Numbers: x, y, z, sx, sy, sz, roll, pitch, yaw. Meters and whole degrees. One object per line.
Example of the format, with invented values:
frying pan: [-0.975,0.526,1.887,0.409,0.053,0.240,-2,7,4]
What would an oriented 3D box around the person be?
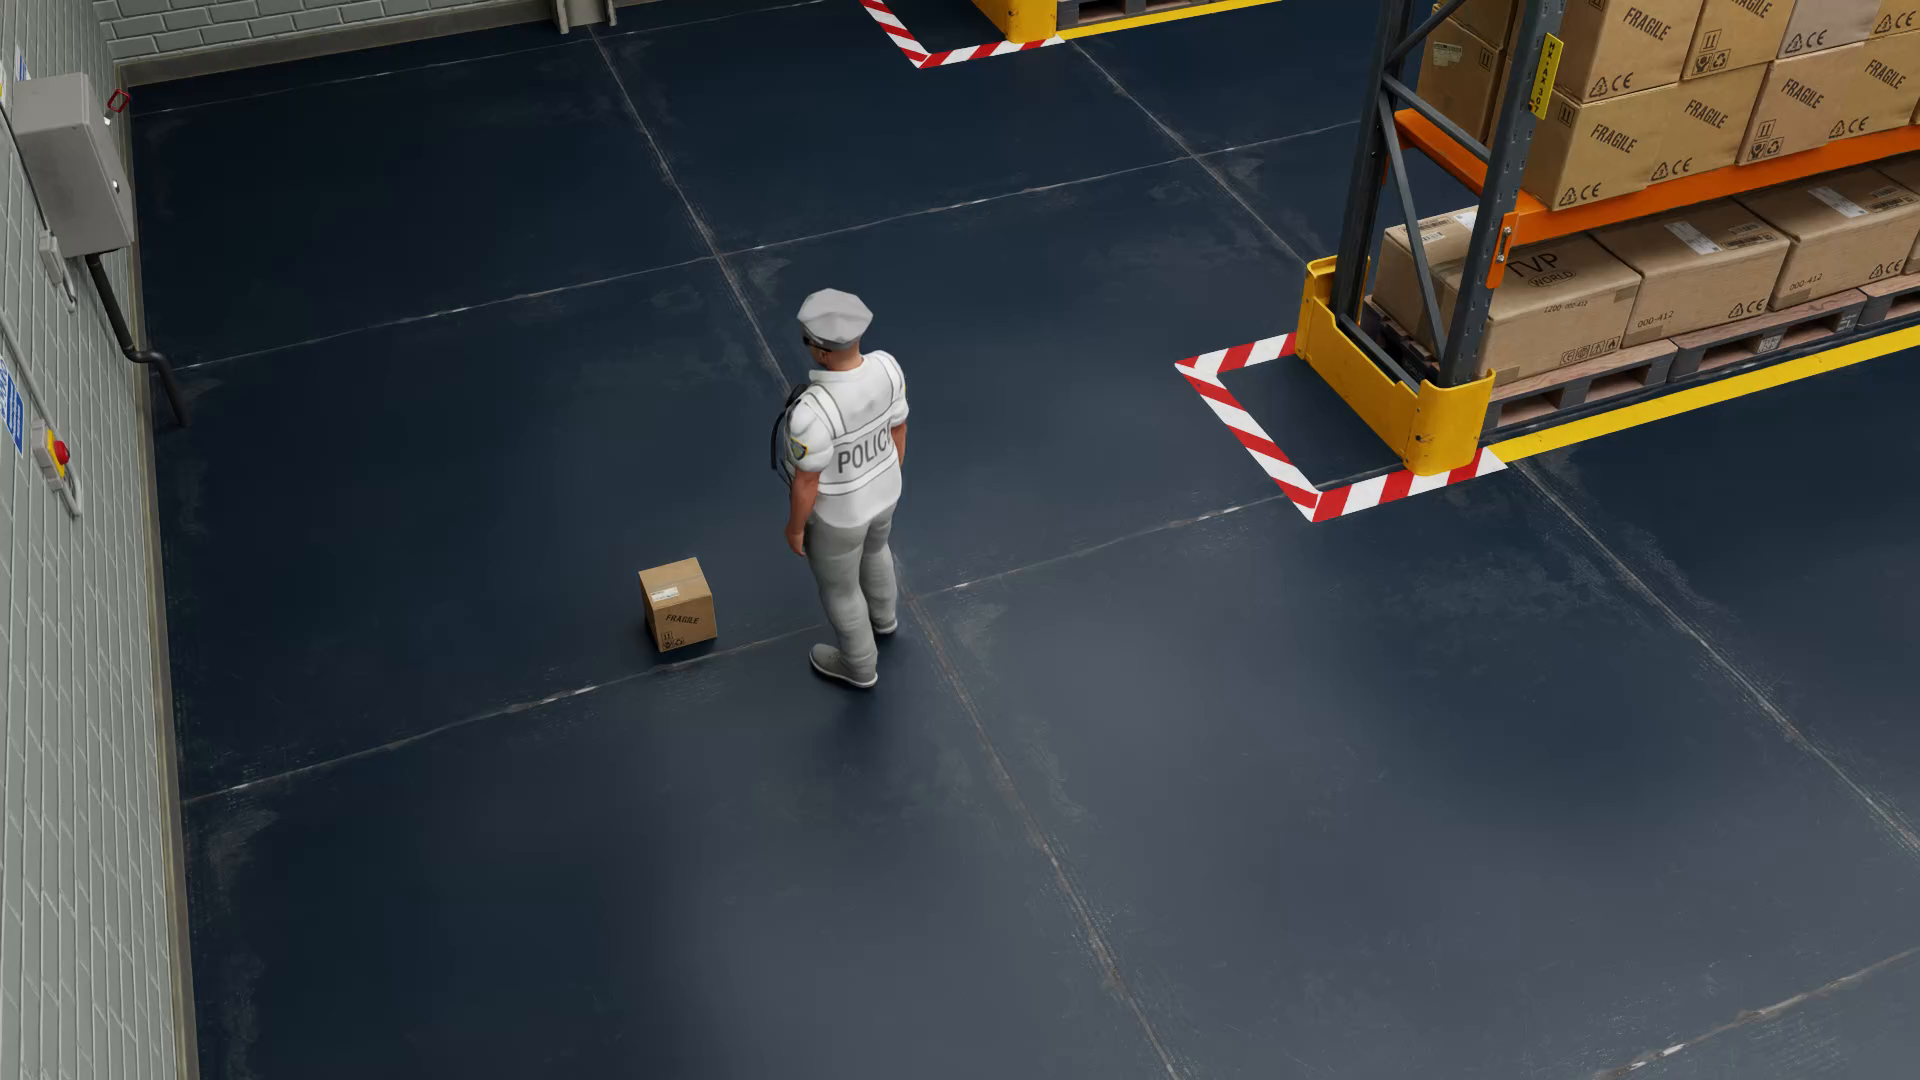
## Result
person: [-0.423,-0.185,6.384,0.433,1.805,0.650,28,48,28]
